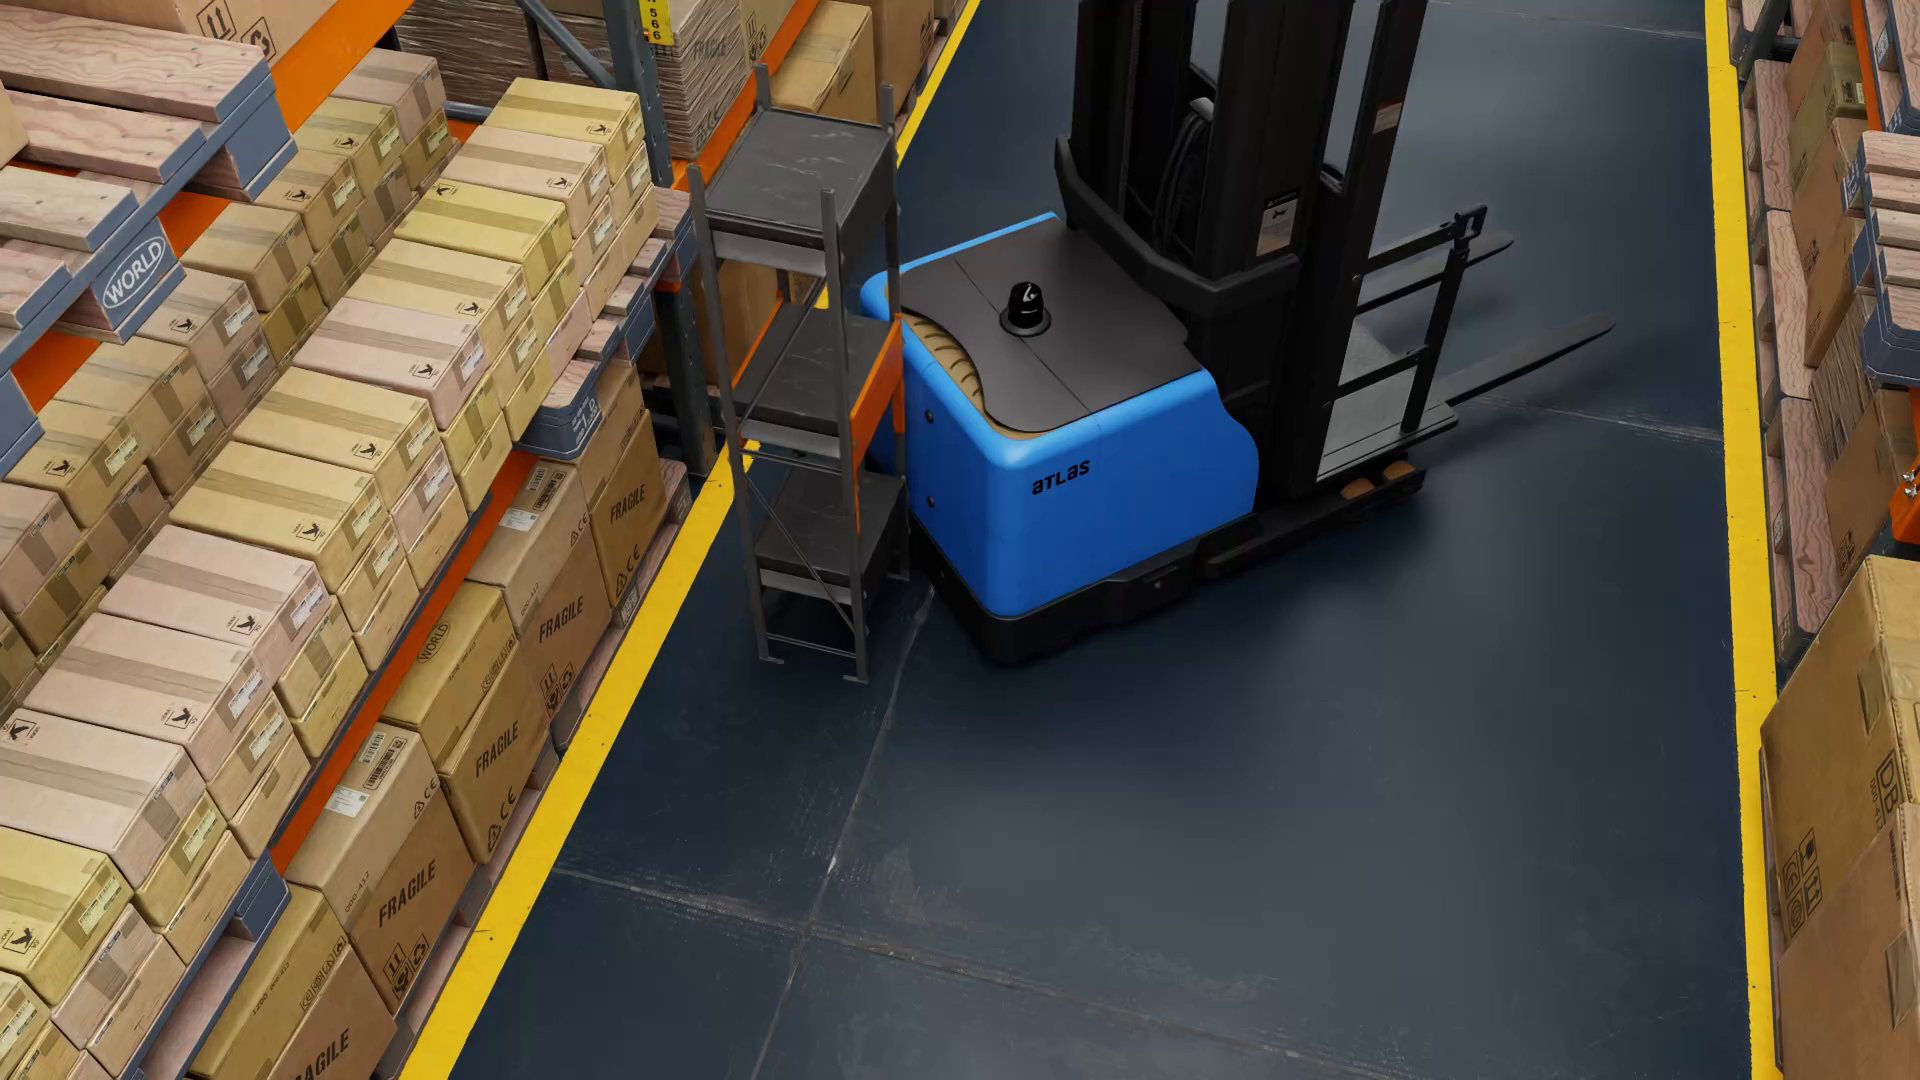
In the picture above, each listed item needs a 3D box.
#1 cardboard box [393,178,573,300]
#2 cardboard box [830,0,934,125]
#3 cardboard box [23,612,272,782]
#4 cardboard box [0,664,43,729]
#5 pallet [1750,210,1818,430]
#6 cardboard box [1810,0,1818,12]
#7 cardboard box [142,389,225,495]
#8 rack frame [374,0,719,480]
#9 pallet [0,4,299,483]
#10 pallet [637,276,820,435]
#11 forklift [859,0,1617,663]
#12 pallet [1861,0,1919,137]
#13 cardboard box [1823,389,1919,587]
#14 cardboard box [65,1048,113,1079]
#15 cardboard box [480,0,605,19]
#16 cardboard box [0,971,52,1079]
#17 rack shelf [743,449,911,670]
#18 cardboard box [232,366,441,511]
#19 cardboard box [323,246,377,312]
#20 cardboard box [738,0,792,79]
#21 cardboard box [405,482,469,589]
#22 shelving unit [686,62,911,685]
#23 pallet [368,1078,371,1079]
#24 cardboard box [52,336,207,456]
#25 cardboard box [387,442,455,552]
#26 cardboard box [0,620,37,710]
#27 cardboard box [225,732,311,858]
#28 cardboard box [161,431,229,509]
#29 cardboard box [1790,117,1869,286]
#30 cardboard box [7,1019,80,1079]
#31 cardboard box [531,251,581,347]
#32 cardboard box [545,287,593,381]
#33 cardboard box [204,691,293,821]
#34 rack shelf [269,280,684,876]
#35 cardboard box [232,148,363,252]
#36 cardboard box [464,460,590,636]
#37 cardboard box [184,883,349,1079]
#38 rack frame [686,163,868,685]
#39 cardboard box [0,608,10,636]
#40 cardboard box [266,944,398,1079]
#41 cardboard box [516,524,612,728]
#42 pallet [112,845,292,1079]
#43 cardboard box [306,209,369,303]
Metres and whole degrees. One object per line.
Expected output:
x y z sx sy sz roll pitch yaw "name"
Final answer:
-1.272 -0.807 4.452 0.380 0.149 0.250 13 50 11 "cardboard box"
-0.729 -2.494 7.671 1.050 0.750 0.750 12 50 10 "cardboard box"
-1.681 0.323 3.455 0.380 0.149 0.250 11 50 10 "cardboard box"
-2.318 0.389 3.793 0.380 0.149 0.250 10 49 8 "cardboard box"
3.841 -0.840 6.851 1.003 0.211 1.213 12 50 10 "pallet"
4.507 -2.805 8.112 0.500 0.500 0.500 10 49 9 "cardboard box"
-2.107 -0.283 4.188 0.380 0.149 0.250 11 50 10 "cardboard box"
-1.448 -1.370 5.459 1.000 3.000 0.127 12 50 10 "rack frame"
-1.966 -0.584 2.889 1.213 0.211 1.003 12 50 10 "pallet"
-1.168 -1.003 6.994 1.003 0.211 1.213 12 50 10 "pallet"
1.183 -1.366 5.501 3.031 2.935 1.130 -23 52 -19 "forklift"
3.792 -1.695 5.873 1.003 0.211 1.213 12 50 10 "pallet"
3.467 -0.125 5.734 0.700 0.500 0.500 9 49 8 "cardboard box"
-1.886 1.071 3.191 0.380 0.149 0.250 12 50 11 "cardboard box"
-1.320 -2.057 5.331 0.700 0.500 0.500 11 50 10 "cardboard box"
-1.886 0.873 2.969 0.380 0.149 0.250 13 50 11 "cardboard box"
-0.446 0.062 5.747 0.431 0.518 0.480 12 50 11 "rack shelf"
-1.477 -0.243 3.955 0.380 0.149 0.250 14 50 12 "cardboard box"
-1.902 -0.753 4.801 0.380 0.149 0.250 14 50 12 "cardboard box"
-0.938 -2.043 5.986 0.500 0.500 0.500 11 50 10 "cardboard box"
-1.477 -0.052 4.183 0.380 0.149 0.250 13 50 11 "cardboard box"
-0.446 -0.410 5.212 0.431 2.100 0.503 12 50 11 "shelving unit"
-2.297 1.882 4.448 1.003 0.211 1.213 12 50 10 "pallet"
-2.101 -0.376 4.072 0.380 0.149 0.250 13 50 11 "cardboard box"
-1.476 -0.144 4.065 0.380 0.149 0.250 13 50 11 "cardboard box"
-2.313 0.286 3.686 0.380 0.149 0.250 9 49 8 "cardboard box"
-1.683 0.526 3.673 0.380 0.149 0.250 10 49 8 "cardboard box"
-2.108 -0.183 4.298 0.380 0.149 0.250 12 50 11 "cardboard box"
3.890 -1.344 6.809 0.700 0.500 0.500 8 49 7 "cardboard box"
-1.887 0.987 3.068 0.380 0.149 0.250 11 49 9 "cardboard box"
-1.274 -0.693 4.550 0.380 0.149 0.250 13 50 11 "cardboard box"
-1.269 -0.613 4.678 0.380 0.149 0.250 12 50 11 "cardboard box"
-1.683 0.416 3.571 0.380 0.149 0.250 13 50 12 "cardboard box"
-1.974 0.314 4.452 1.077 0.370 4.000 12 50 10 "rack shelf"
-1.894 -0.955 4.583 0.380 0.149 0.250 11 50 10 "cardboard box"
-1.498 -0.016 5.151 0.500 0.250 0.500 12 50 11 "cardboard box"
-1.914 1.095 4.170 0.500 0.250 0.500 13 50 11 "cardboard box"
-0.514 -0.235 5.057 0.400 2.100 0.015 12 50 11 "rack frame"
-2.307 0.193 3.569 0.380 0.149 0.250 10 49 9 "cardboard box"
-1.913 1.346 4.448 0.500 0.500 0.500 14 50 12 "cardboard box"
-1.509 0.220 5.442 0.500 0.500 0.500 13 50 12 "cardboard box"
-2.159 1.062 3.440 1.003 0.211 1.213 12 50 10 "pallet"
-1.905 -0.824 4.666 0.380 0.149 0.250 10 49 9 "cardboard box"
